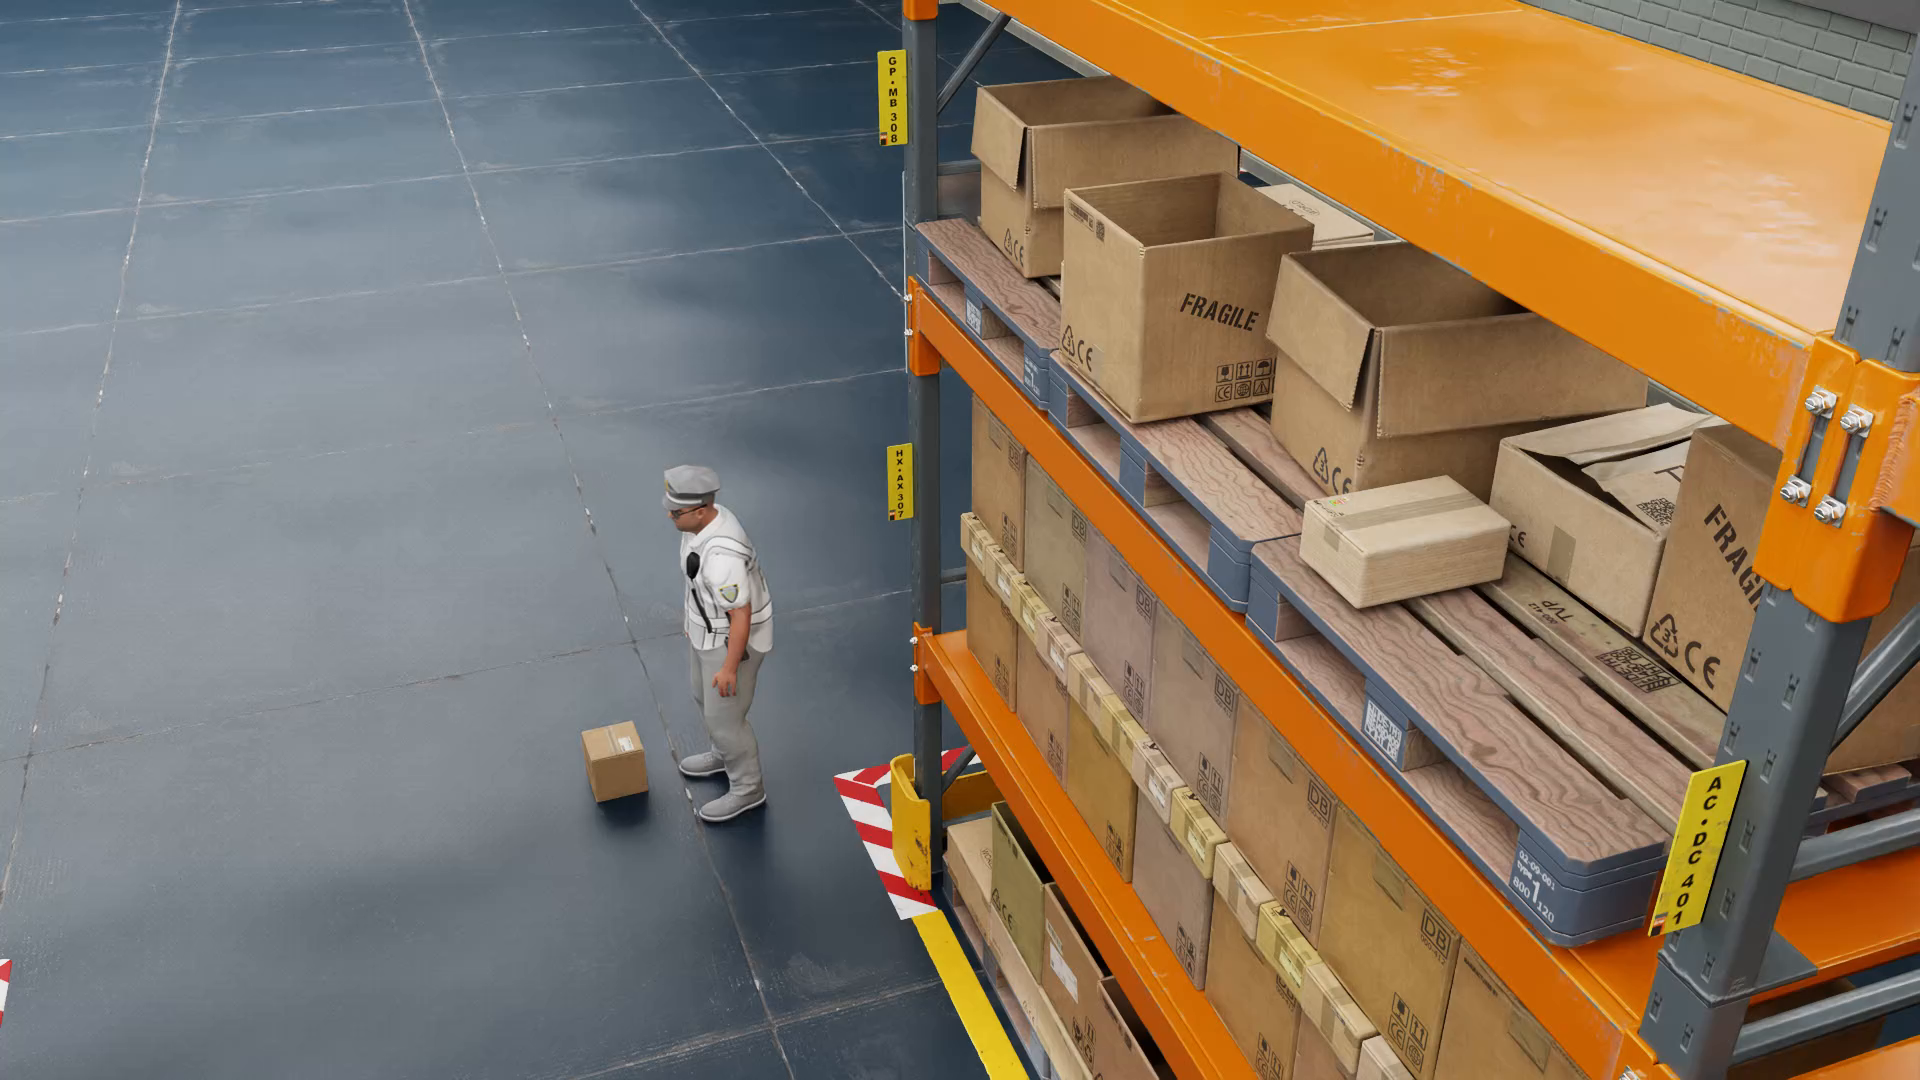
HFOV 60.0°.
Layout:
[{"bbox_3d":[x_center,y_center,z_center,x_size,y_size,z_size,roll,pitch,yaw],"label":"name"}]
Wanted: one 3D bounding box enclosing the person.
[{"bbox_3d":[-1.077,0.447,7.553,0.432,1.748,0.597,-11,32,-19],"label":"person"}]
